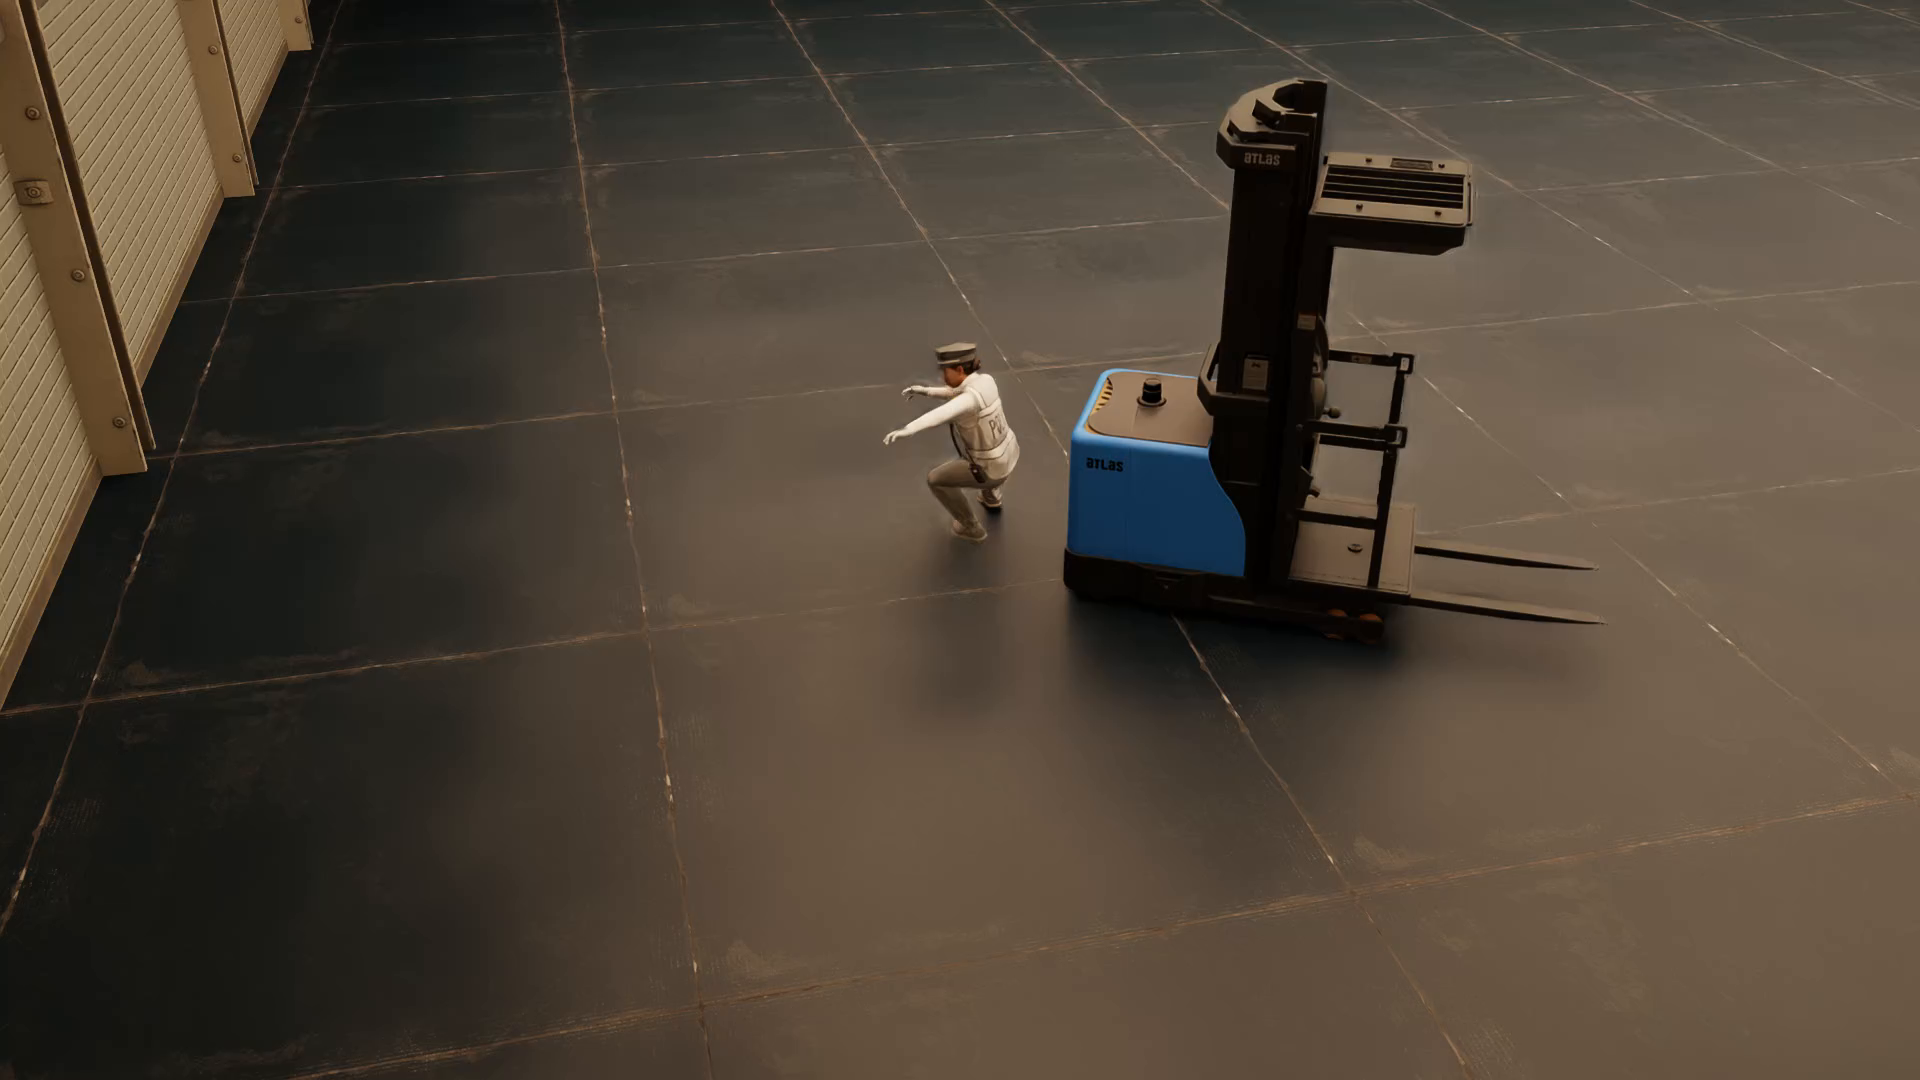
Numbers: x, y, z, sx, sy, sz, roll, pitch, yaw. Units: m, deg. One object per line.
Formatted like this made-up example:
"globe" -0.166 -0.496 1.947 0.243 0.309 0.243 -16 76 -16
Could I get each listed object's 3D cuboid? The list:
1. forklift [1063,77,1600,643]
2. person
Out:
"forklift" 2.192 -0.975 9.259 3.031 2.935 1.130 8 31 13
"person" -0.031 -0.537 10.053 0.754 1.394 1.503 11 32 18
